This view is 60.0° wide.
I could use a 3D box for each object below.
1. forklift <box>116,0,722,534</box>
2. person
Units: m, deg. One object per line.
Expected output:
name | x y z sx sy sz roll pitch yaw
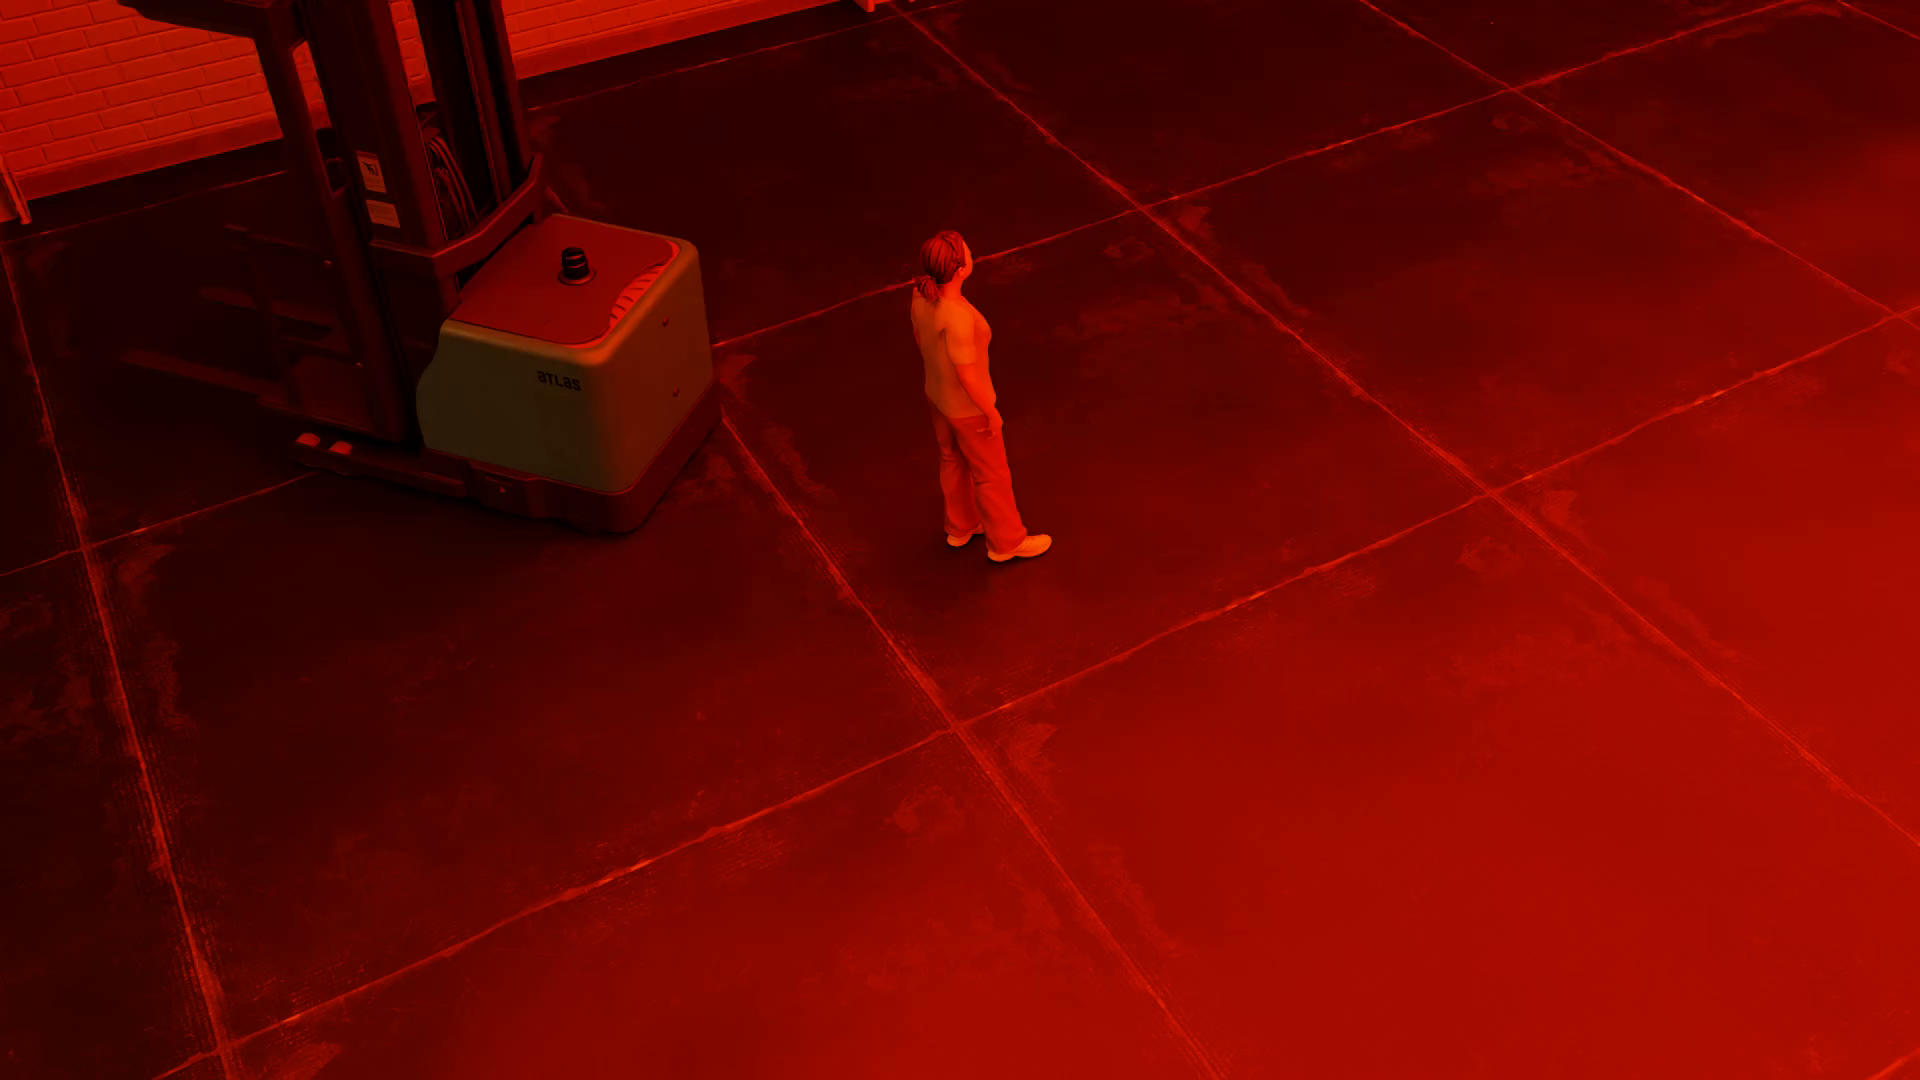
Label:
forklift | -2.783 -1.717 7.549 3.031 2.935 1.130 14 45 14
person | 0.069 -0.638 7.298 0.549 1.676 0.554 -21 47 -21
